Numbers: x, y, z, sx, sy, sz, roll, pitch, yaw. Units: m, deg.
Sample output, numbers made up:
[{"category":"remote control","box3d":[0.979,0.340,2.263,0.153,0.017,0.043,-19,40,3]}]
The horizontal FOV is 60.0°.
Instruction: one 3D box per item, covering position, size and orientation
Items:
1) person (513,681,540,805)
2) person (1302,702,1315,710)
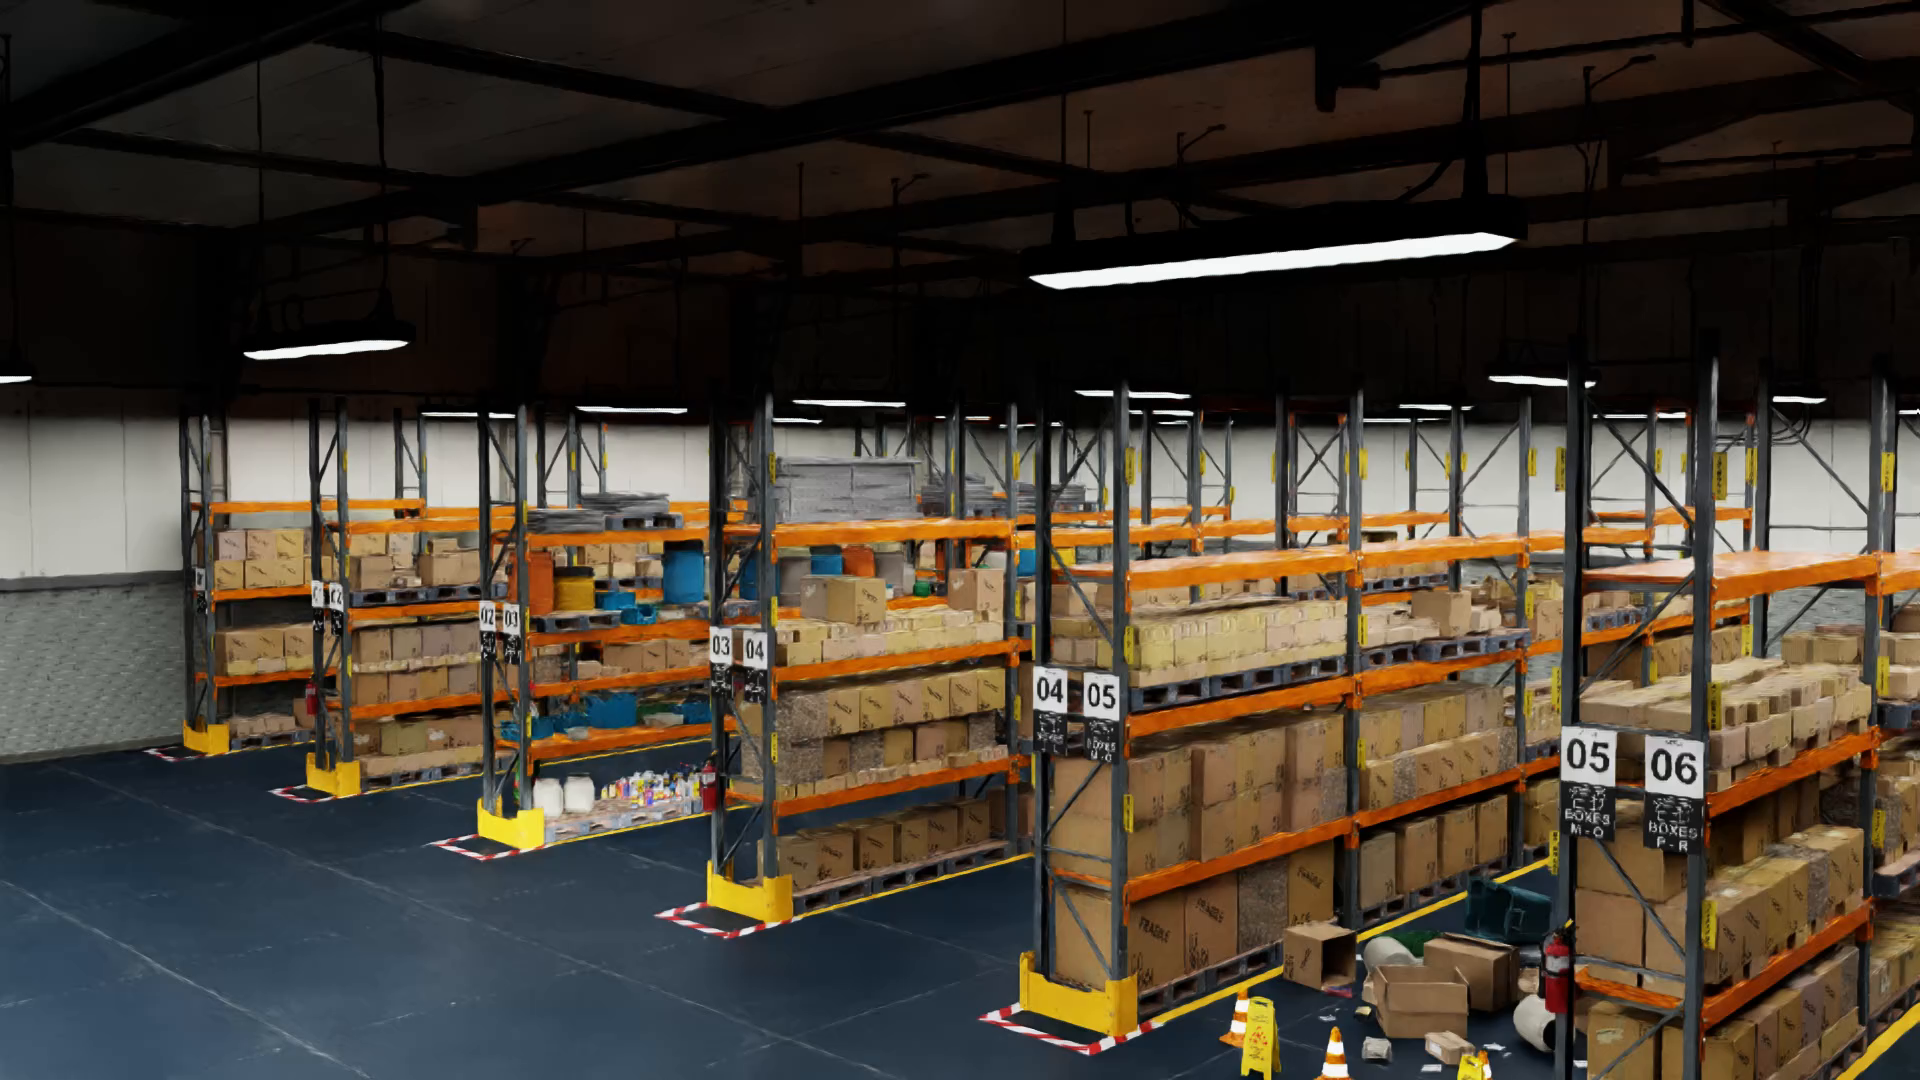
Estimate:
[{"category":"person","box3d":[-6.305,2.965,24.446,0.442,1.792,0.606,1,3,13]},{"category":"person","box3d":[4.990,3.109,23.611,0.456,1.612,1.019,3,4,42]}]
